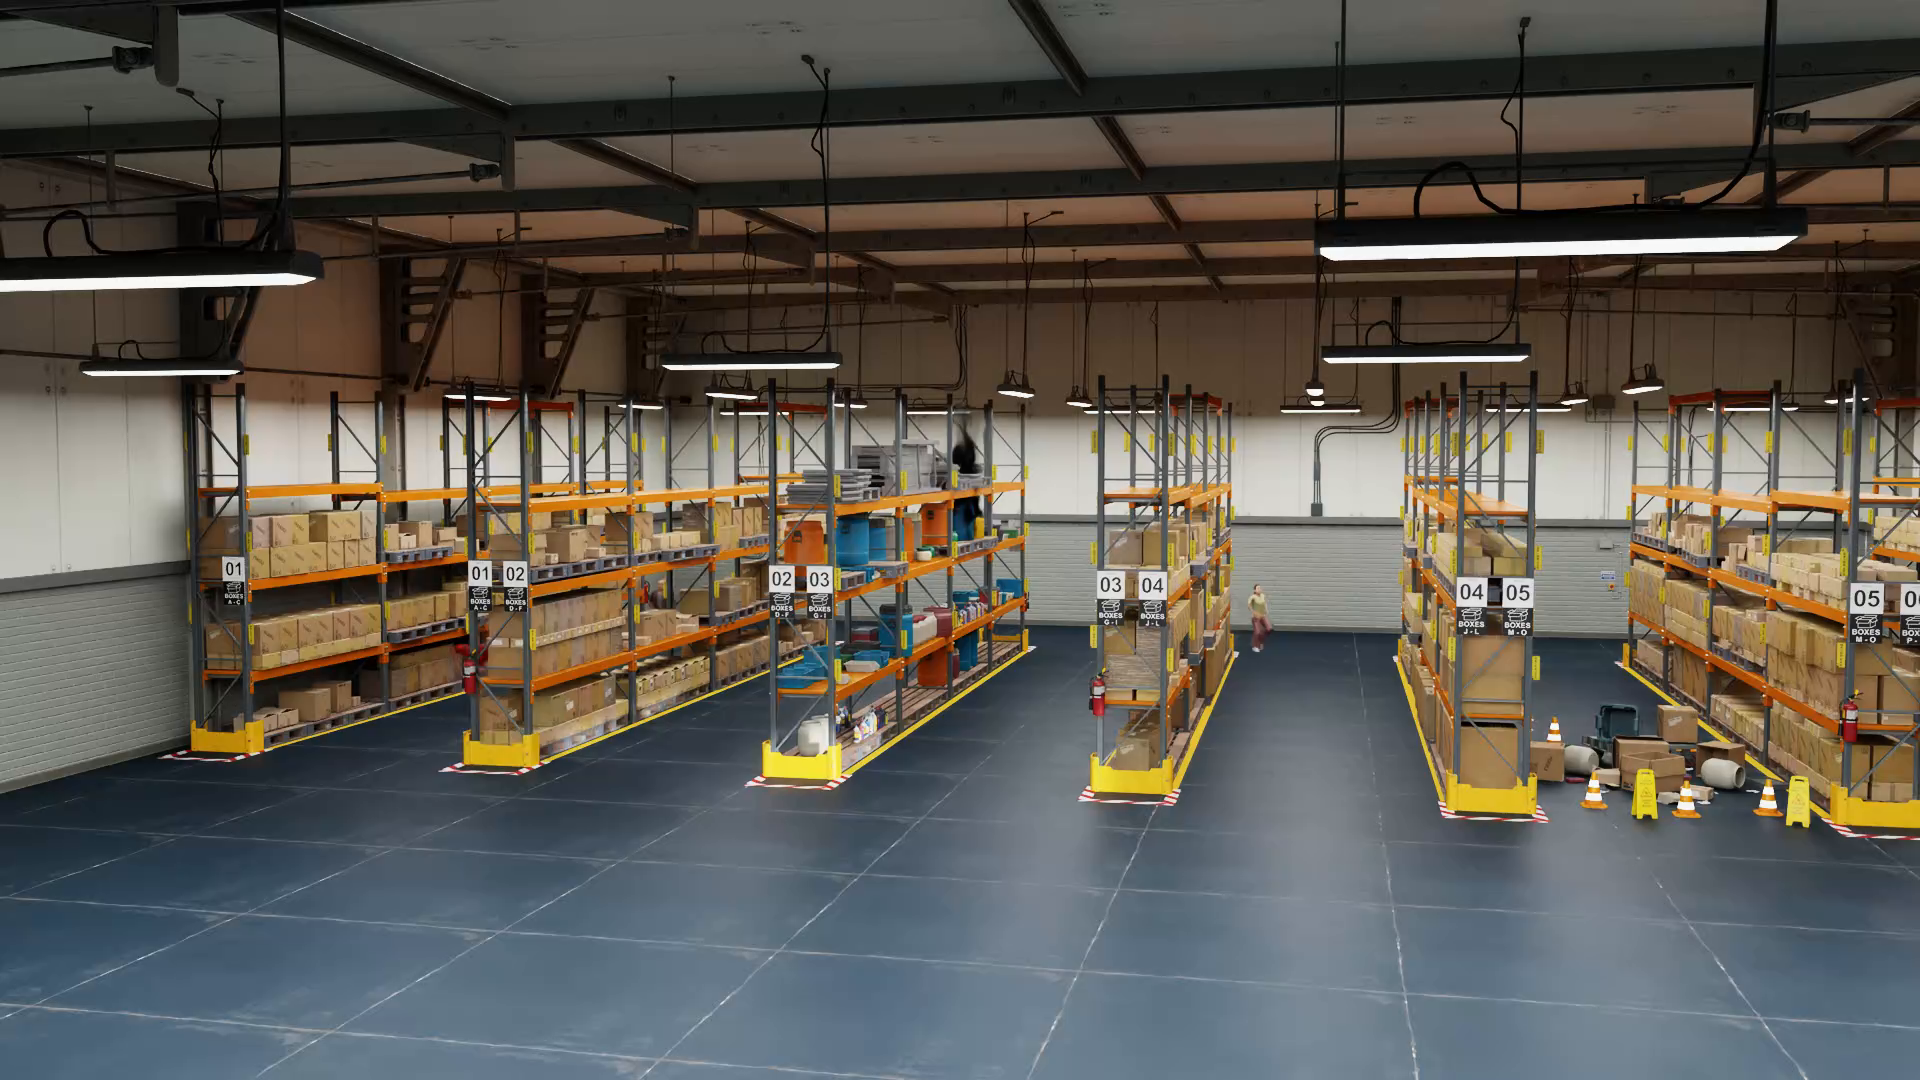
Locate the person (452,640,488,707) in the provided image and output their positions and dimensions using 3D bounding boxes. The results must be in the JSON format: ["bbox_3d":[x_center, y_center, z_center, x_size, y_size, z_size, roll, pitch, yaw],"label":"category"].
[{"bbox_3d":[-8.933,2.488,30.445,0.695,1.551,0.871,-1,3,-15],"label":"person"}]

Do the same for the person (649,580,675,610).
[{"bbox_3d":[-7.259,1.833,40.323,0.699,1.730,0.668,0,3,7],"label":"person"}]

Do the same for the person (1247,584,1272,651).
[{"bbox_3d":[7.251,1.881,40.239,0.602,1.635,0.586,-1,4,-23],"label":"person"}]
